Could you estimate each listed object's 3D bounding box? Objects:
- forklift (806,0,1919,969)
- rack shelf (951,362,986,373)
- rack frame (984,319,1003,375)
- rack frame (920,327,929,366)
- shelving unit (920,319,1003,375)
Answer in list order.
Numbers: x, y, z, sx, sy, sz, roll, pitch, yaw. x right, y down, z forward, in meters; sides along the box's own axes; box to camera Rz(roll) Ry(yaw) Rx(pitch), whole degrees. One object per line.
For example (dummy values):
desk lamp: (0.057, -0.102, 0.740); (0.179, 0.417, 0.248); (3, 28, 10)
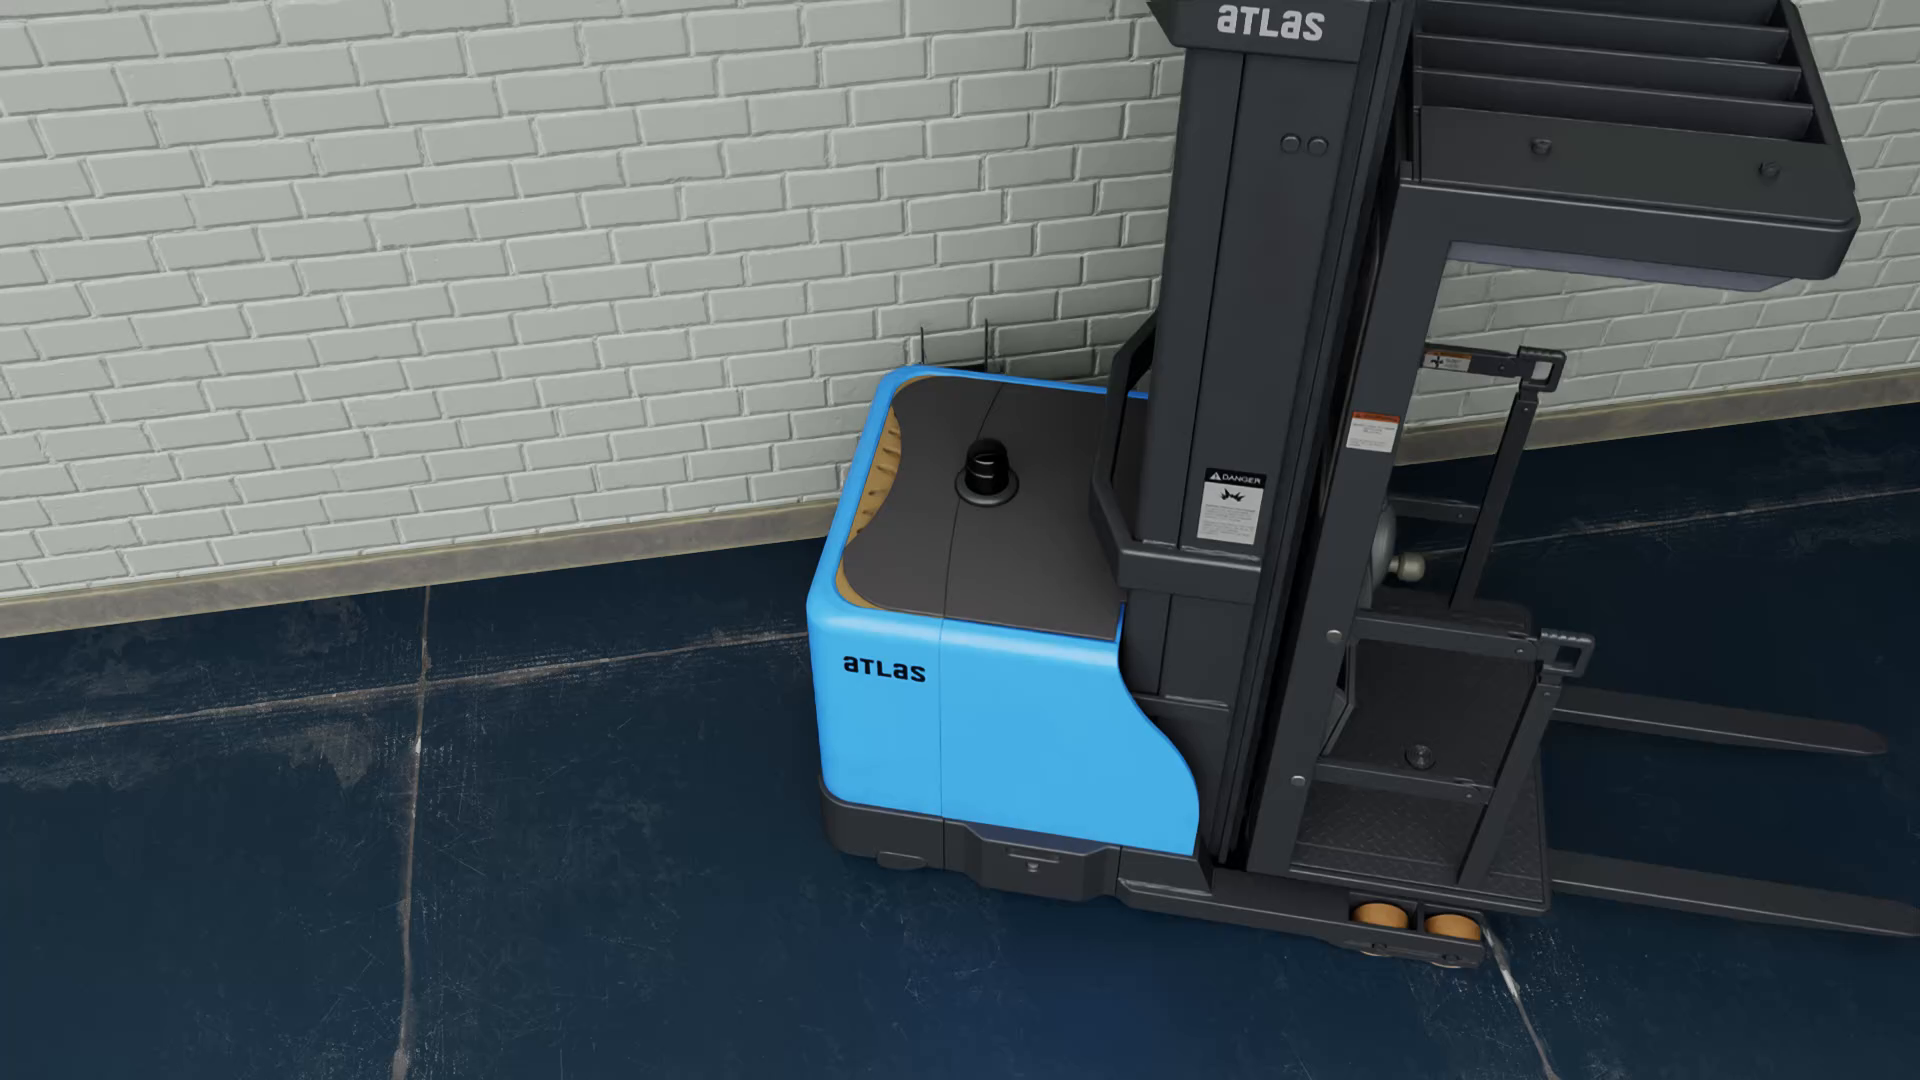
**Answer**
forklift: (1.167, -0.249, 3.955); (3.031, 2.935, 1.130); (8, 47, 7)
rack shelf: (0.003, -0.440, 5.221); (0.200, 0.077, 0.258); (-8, 47, -8)
rack frame: (0.103, -0.291, 5.405); (0.006, 0.900, 0.240); (-8, 47, -8)
rack frame: (-0.097, -0.263, 5.378); (0.006, 0.900, 0.240); (-8, 47, -8)
shelving unit: (0.003, -0.277, 5.391); (0.210, 0.900, 0.258); (-8, 47, -8)
